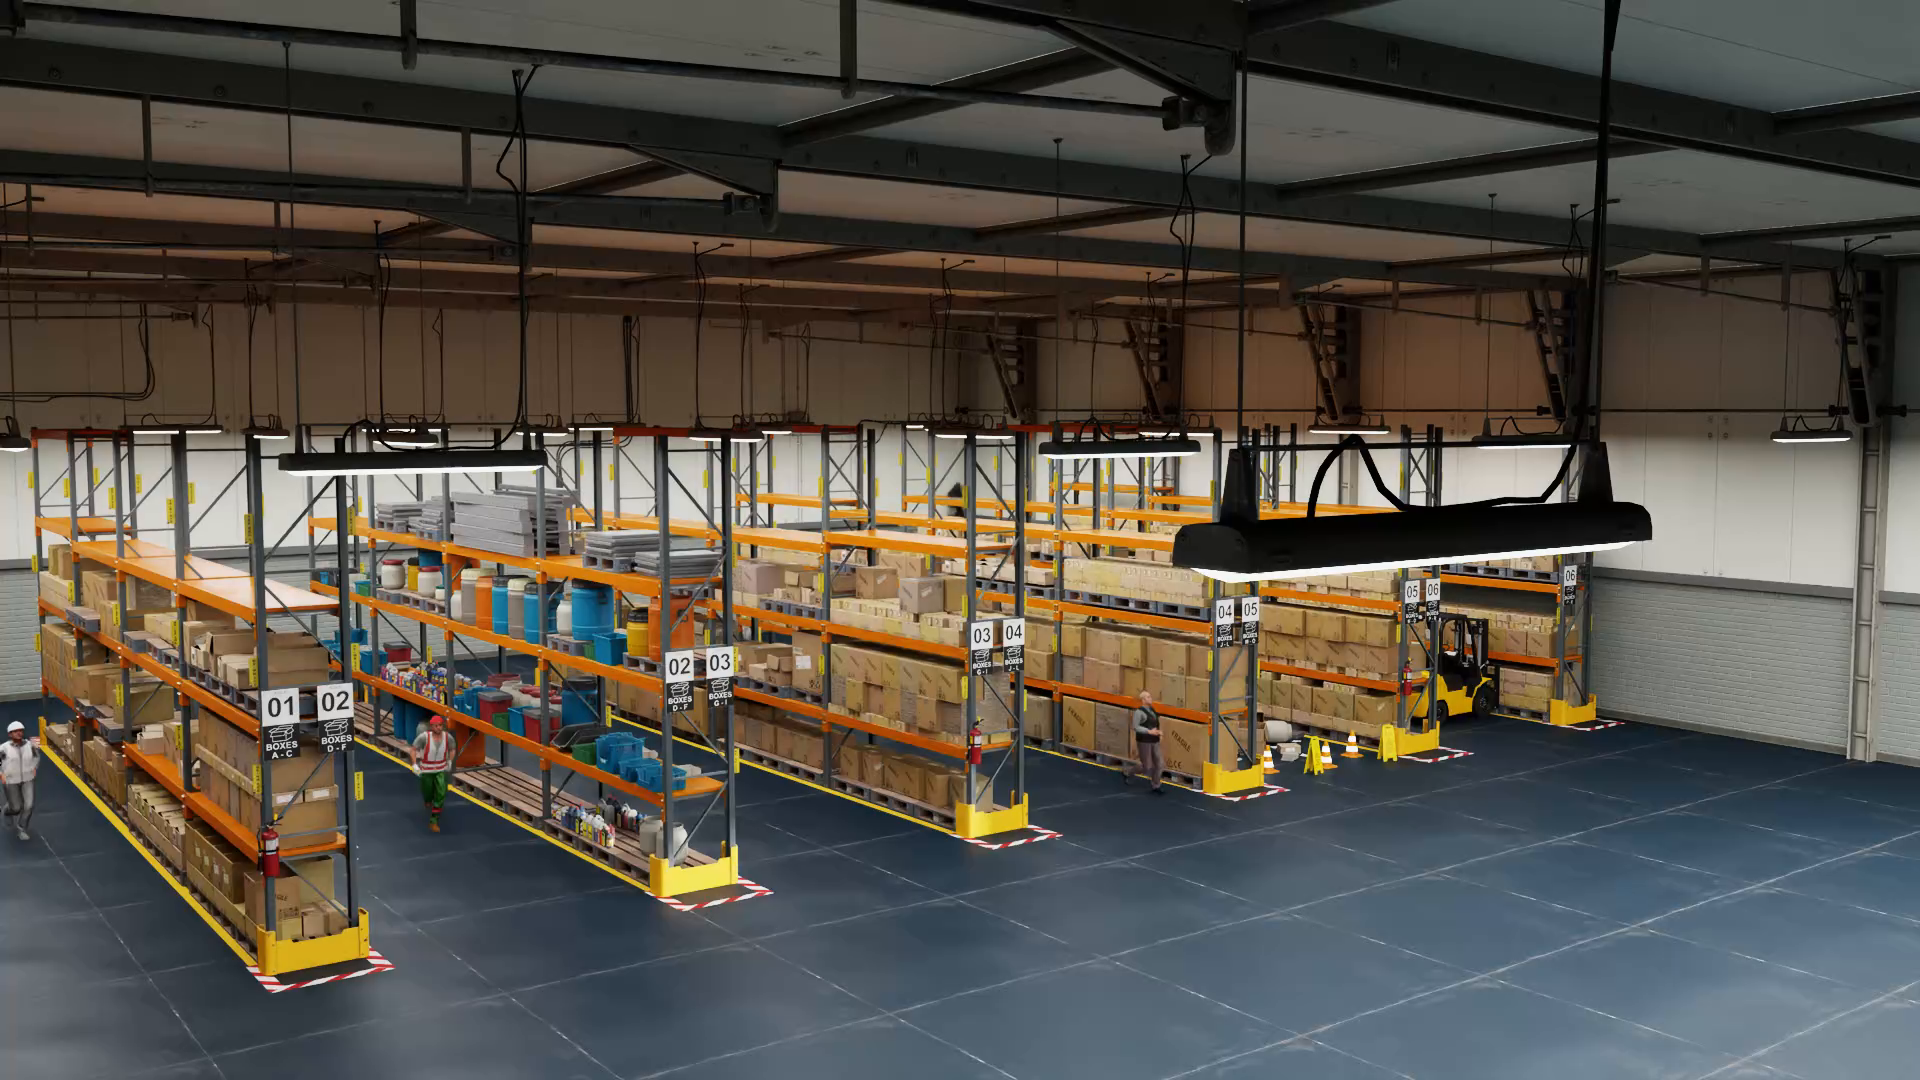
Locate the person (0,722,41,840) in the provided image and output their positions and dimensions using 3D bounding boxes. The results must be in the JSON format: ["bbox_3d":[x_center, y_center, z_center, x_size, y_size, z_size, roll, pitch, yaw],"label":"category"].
[{"bbox_3d":[-13.957,3.550,24.629,0.627,1.744,0.668,4,6,44],"label":"person"}]

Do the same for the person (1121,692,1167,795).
[{"bbox_3d":[3.068,3.338,27.439,0.796,1.689,0.678,3,6,37],"label":"person"}]

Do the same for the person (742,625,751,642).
[{"bbox_3d":[-5.361,2.125,42.690,0.675,1.746,0.679,3,5,30],"label":"person"}]

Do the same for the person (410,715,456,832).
[{"bbox_3d":[-7.990,3.503,25.232,0.679,1.755,0.806,-2,5,-28],"label":"person"}]
